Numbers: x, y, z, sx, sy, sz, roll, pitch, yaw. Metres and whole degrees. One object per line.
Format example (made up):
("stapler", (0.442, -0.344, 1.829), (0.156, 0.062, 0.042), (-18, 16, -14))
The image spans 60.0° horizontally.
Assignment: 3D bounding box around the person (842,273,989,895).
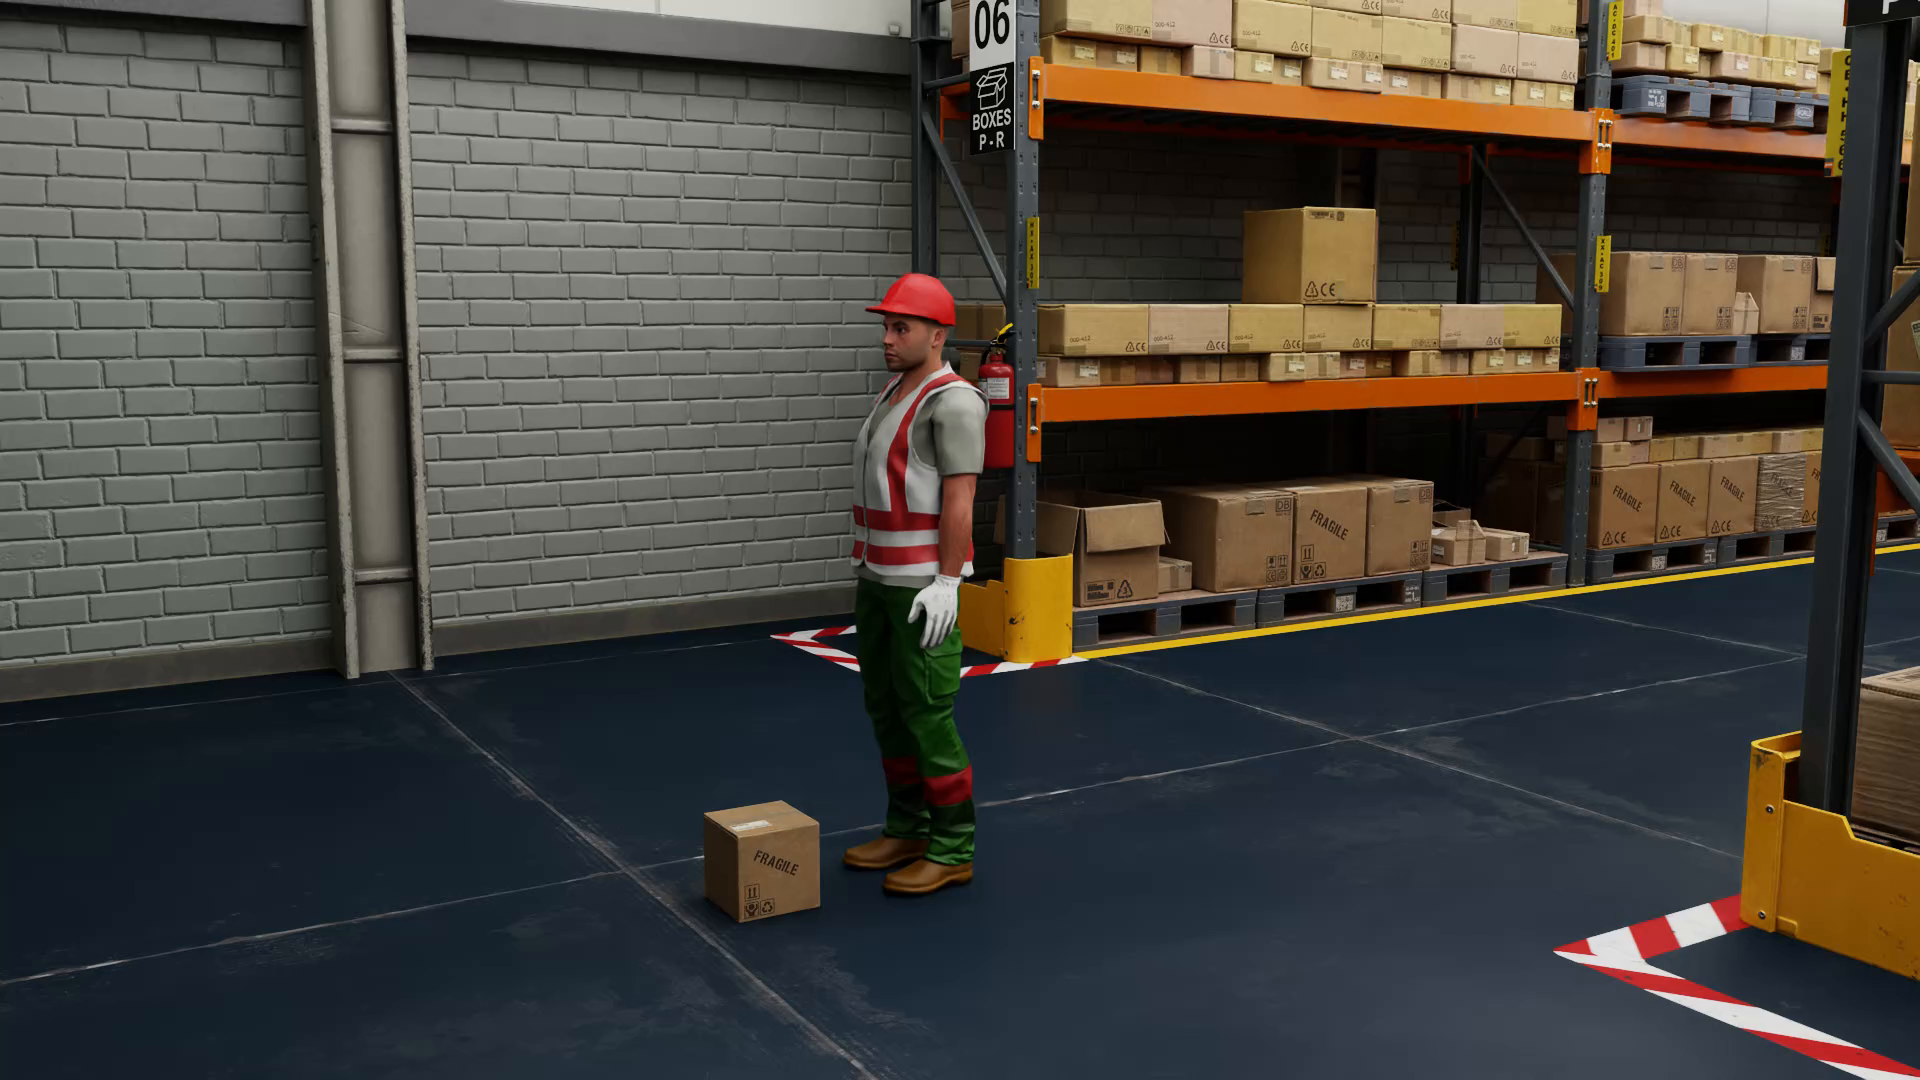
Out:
("person", (-0.136, 0.123, 4.871), (0.335, 1.785, 0.524), (-5, 9, -29))
